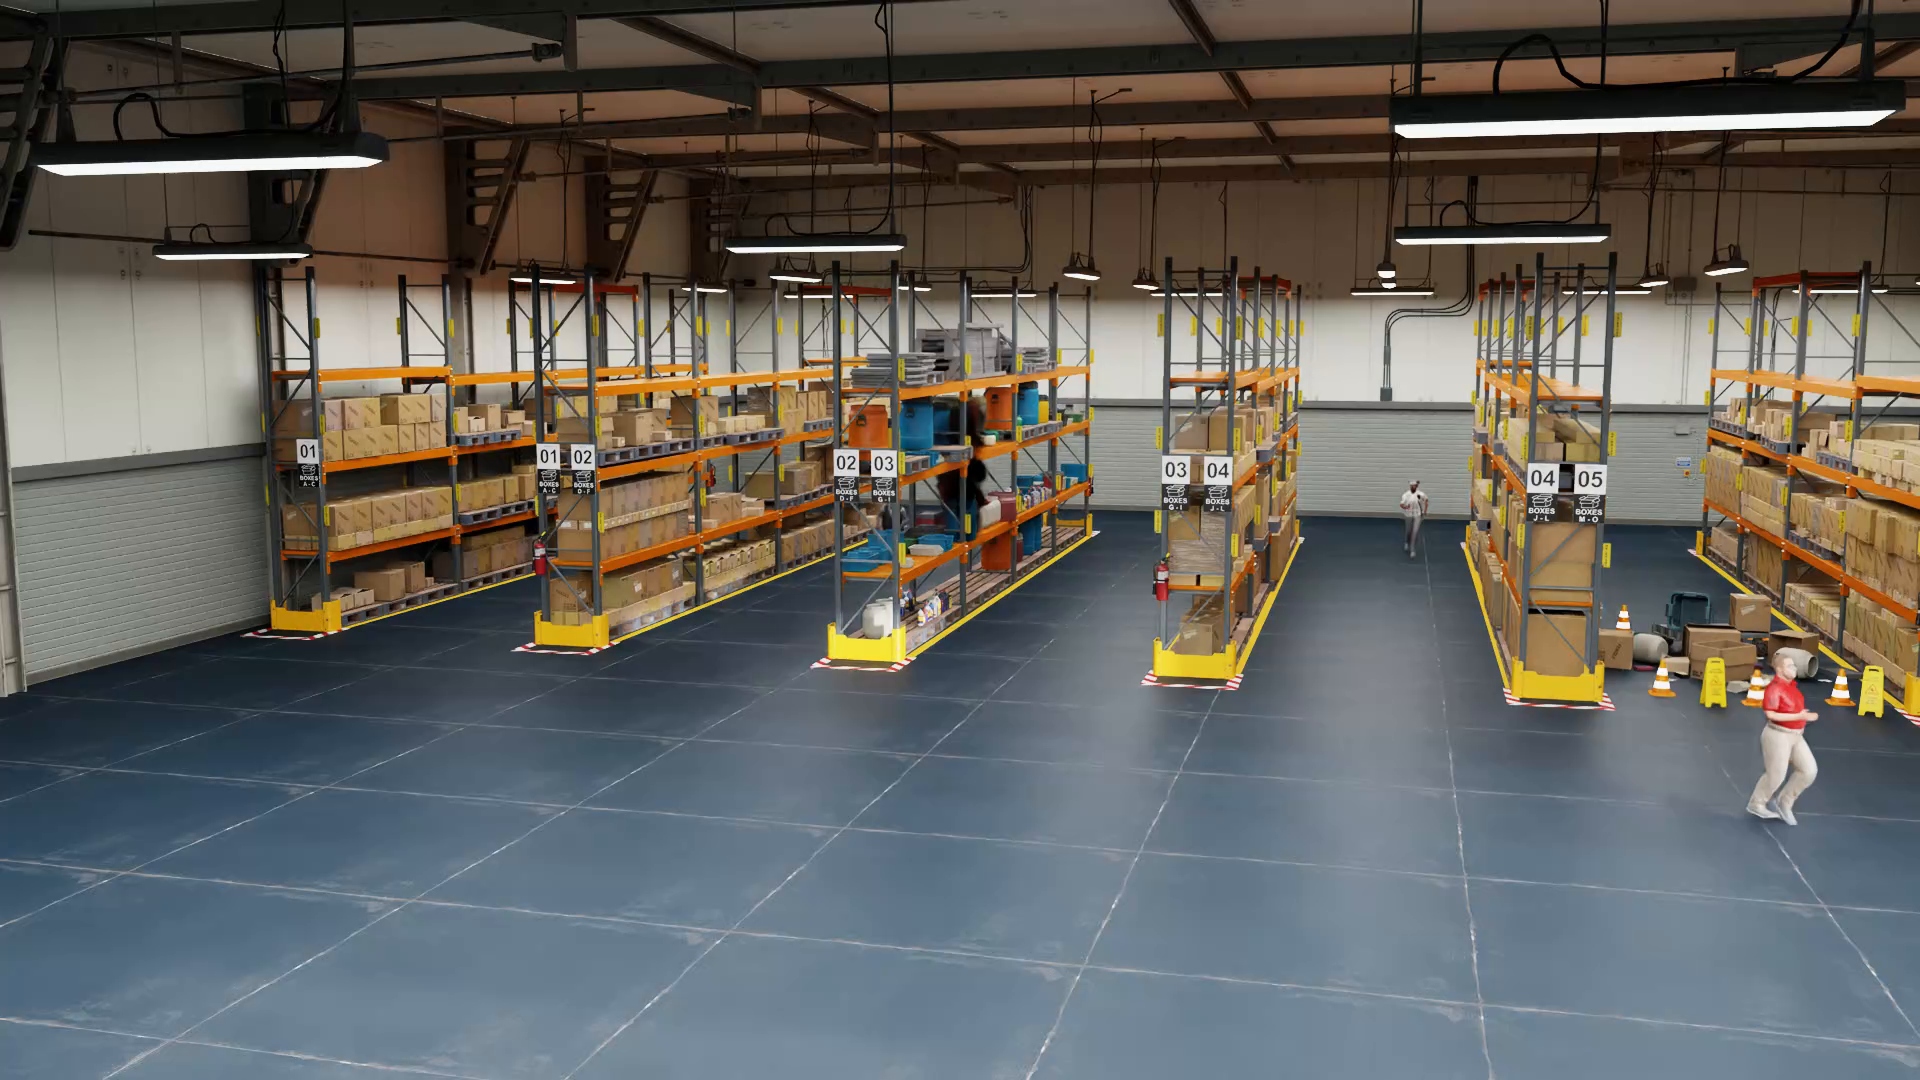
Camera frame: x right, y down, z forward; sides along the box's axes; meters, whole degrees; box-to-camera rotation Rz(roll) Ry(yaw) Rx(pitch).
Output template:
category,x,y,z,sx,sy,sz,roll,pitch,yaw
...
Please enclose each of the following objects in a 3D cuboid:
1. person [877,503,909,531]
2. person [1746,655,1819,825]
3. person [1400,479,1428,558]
category,x,y,z,sx,sy,sz,roll,pitch,yaw
person,-1.381,-0.164,33.796,0.667,1.569,0.675,1,7,4
person,8.357,2.046,16.796,0.642,1.765,0.689,-5,9,-34
person,10.039,-0.506,36.854,0.555,1.724,0.936,3,8,20
